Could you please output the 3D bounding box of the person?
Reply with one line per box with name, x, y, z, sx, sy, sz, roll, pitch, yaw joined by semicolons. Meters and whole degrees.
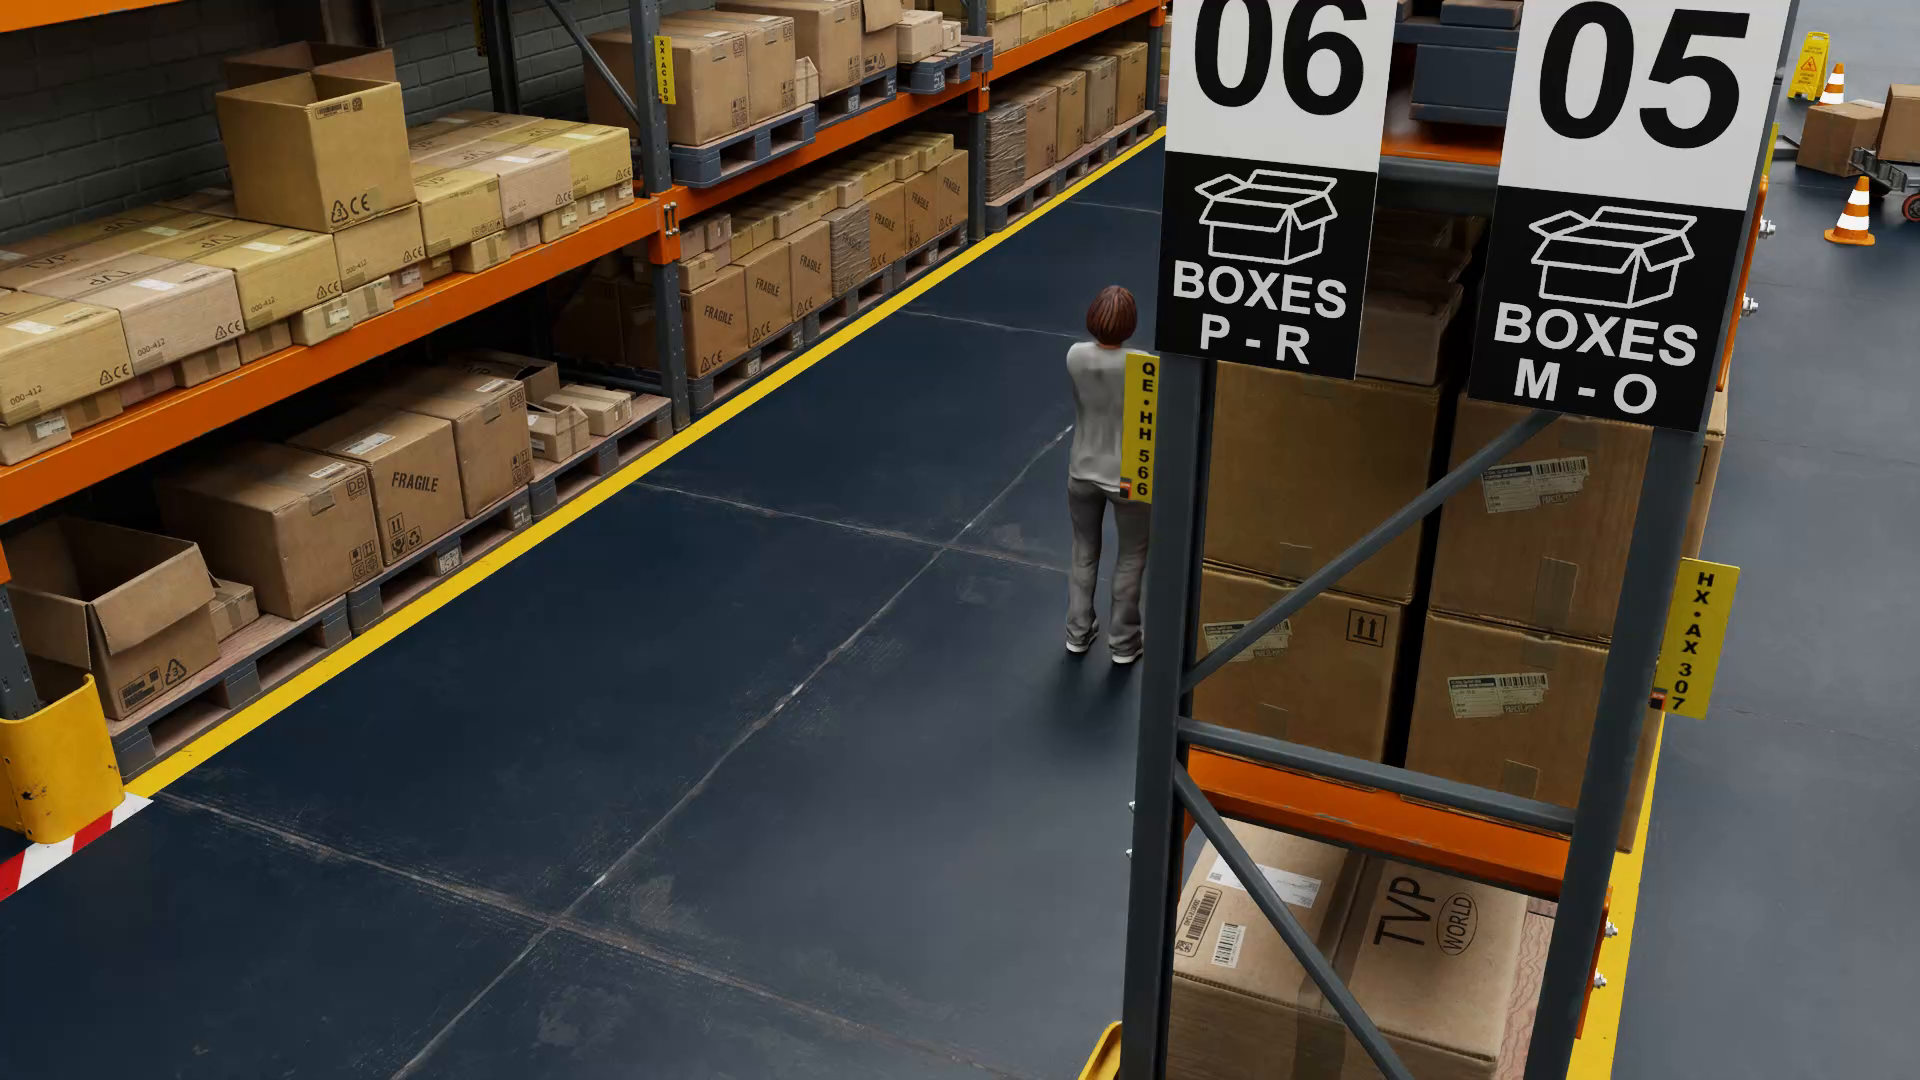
person;0.638;-0.286;6.704;0.385;1.598;0.498;12;29;23
